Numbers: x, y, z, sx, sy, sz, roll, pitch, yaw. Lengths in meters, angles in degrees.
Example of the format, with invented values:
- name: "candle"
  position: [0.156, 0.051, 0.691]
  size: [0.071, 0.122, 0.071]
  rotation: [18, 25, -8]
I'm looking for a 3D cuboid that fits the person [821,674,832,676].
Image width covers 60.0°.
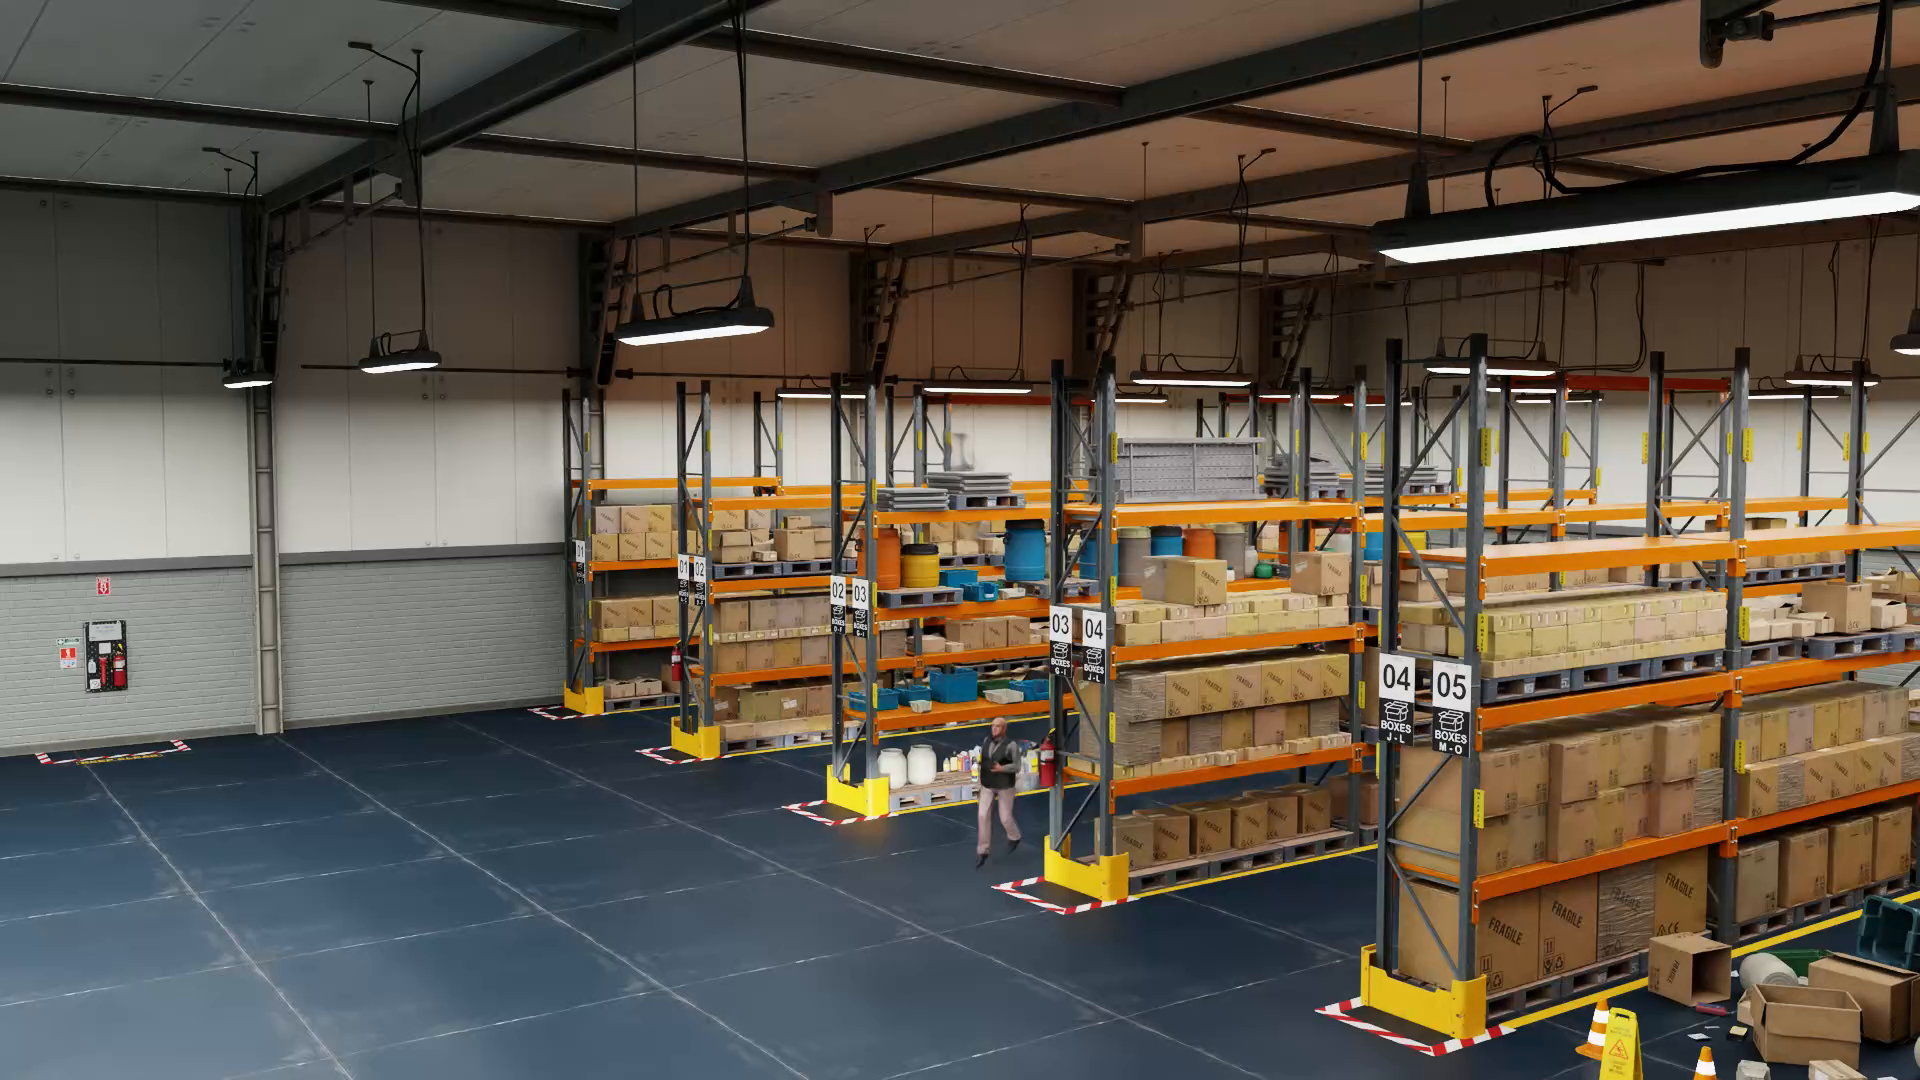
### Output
- name: "person"
  position: [-2.316, 2.405, 30.185]
  size: [0.829, 1.725, 0.529]
  rotation: [-3, 5, -42]

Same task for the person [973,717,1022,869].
- name: "person"
  position: [0.473, 3.011, 20.043]
  size: [0.651, 1.763, 0.884]
  rotation: [2, 4, 28]

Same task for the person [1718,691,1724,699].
- name: "person"
  position: [10.569, 2.865, 22.989]
  size: [0.747, 1.702, 0.592]
  rotation: [-3, 5, -40]
